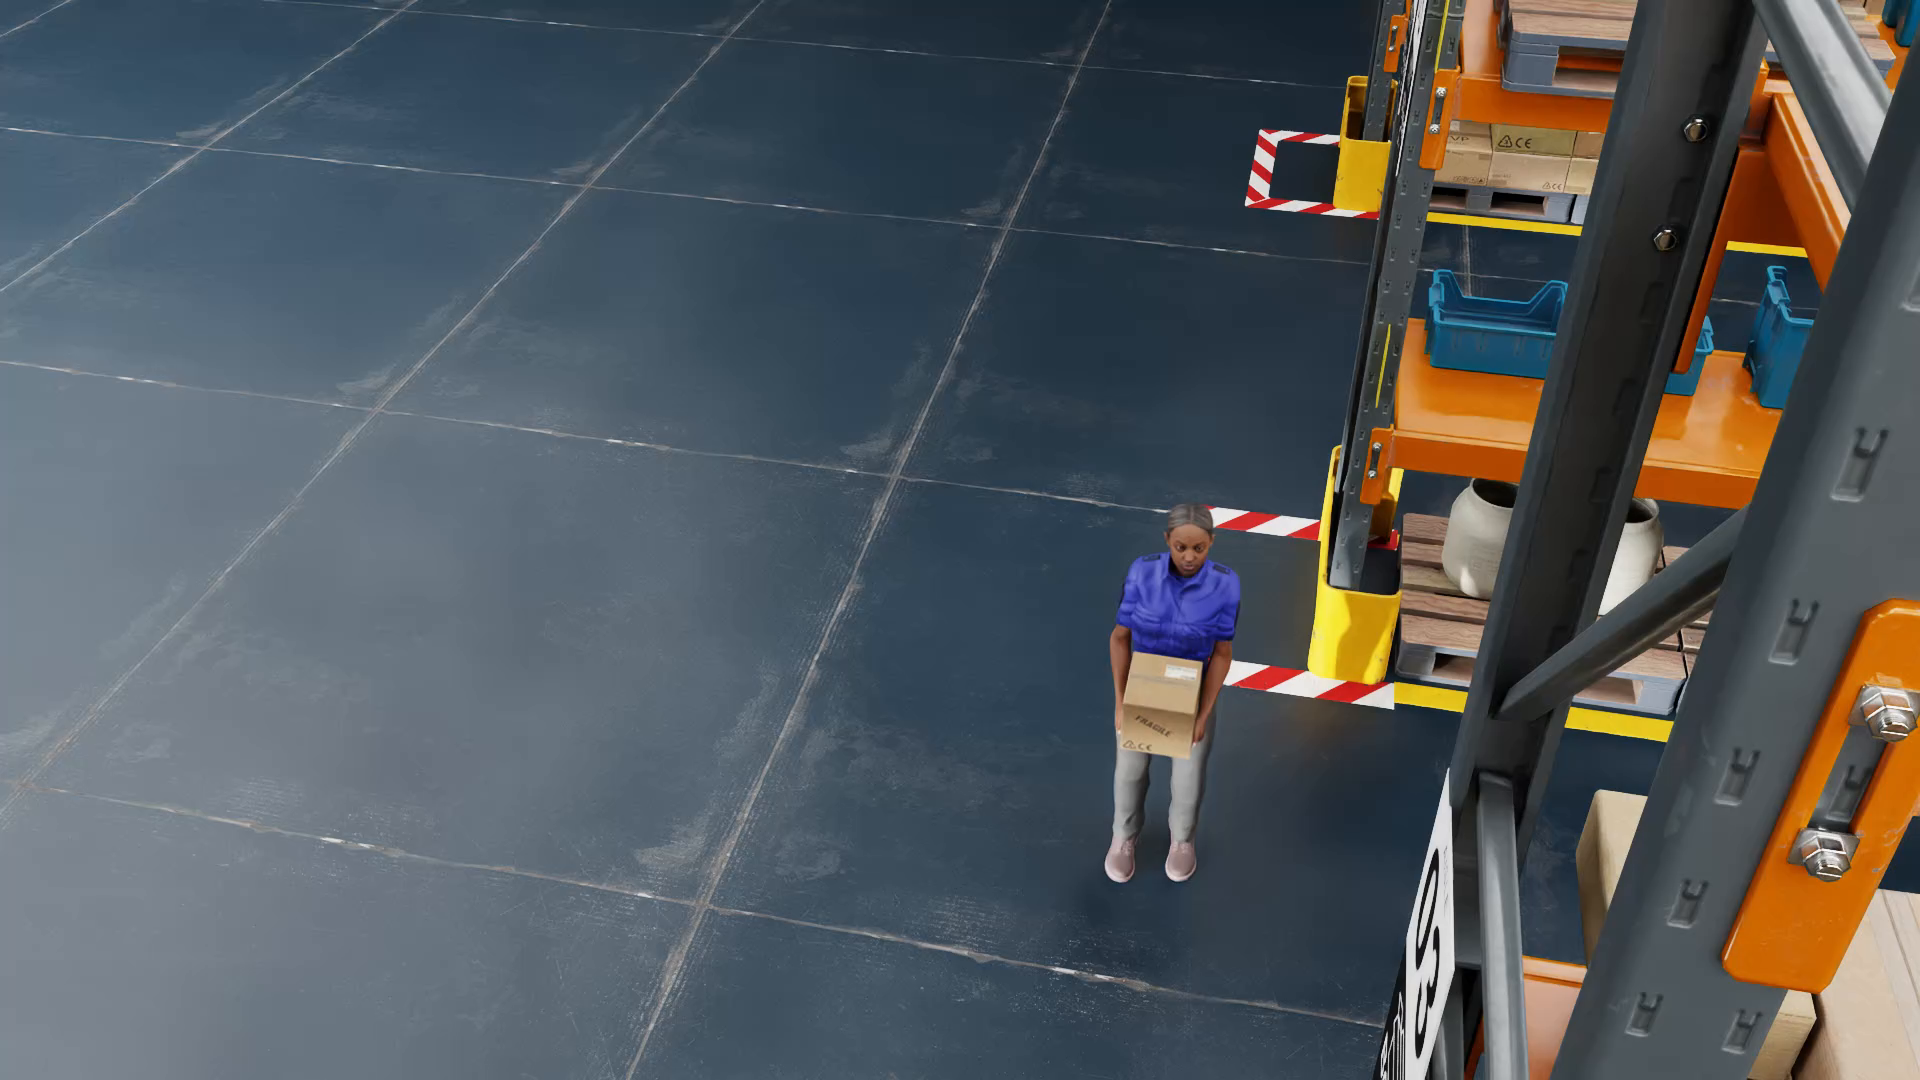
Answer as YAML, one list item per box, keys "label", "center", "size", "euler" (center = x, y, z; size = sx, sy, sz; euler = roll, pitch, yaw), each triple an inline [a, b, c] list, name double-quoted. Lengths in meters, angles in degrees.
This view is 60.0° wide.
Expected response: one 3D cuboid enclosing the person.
- label: "person"
  center: [0.771, 0.604, 6.154]
  size: [0.473, 1.661, 0.455]
  euler: [7, 37, 9]
